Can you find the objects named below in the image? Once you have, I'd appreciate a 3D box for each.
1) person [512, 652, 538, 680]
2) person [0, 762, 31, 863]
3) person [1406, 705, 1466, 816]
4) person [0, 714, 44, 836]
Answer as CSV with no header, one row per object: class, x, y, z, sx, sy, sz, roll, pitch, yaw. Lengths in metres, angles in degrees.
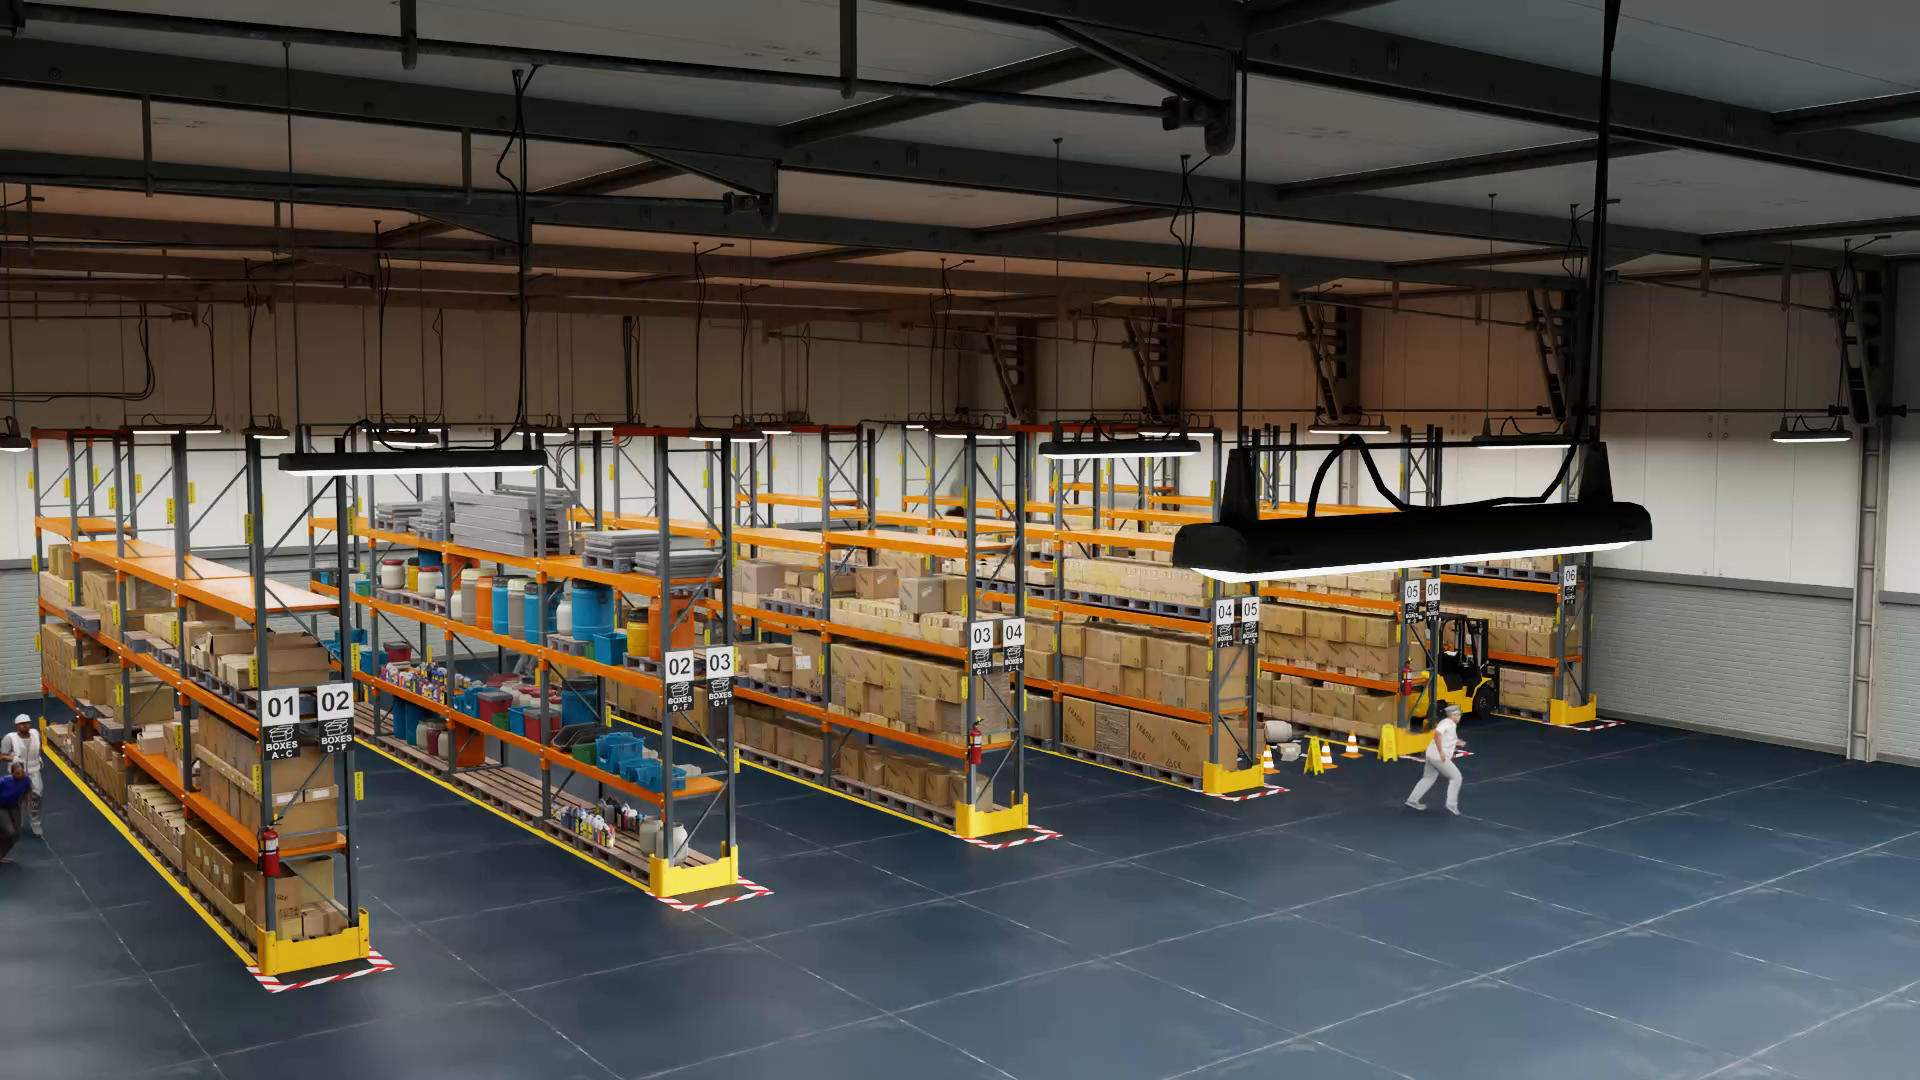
person,-10.121,2.408,38.893,0.726,1.794,0.633,0,4,2
person,-13.207,3.792,23.039,0.783,1.480,0.596,3,5,29
person,7.484,3.453,26.008,0.917,1.777,0.676,0,4,4
person,-13.958,3.499,24.802,0.612,1.830,0.769,-4,6,-41
